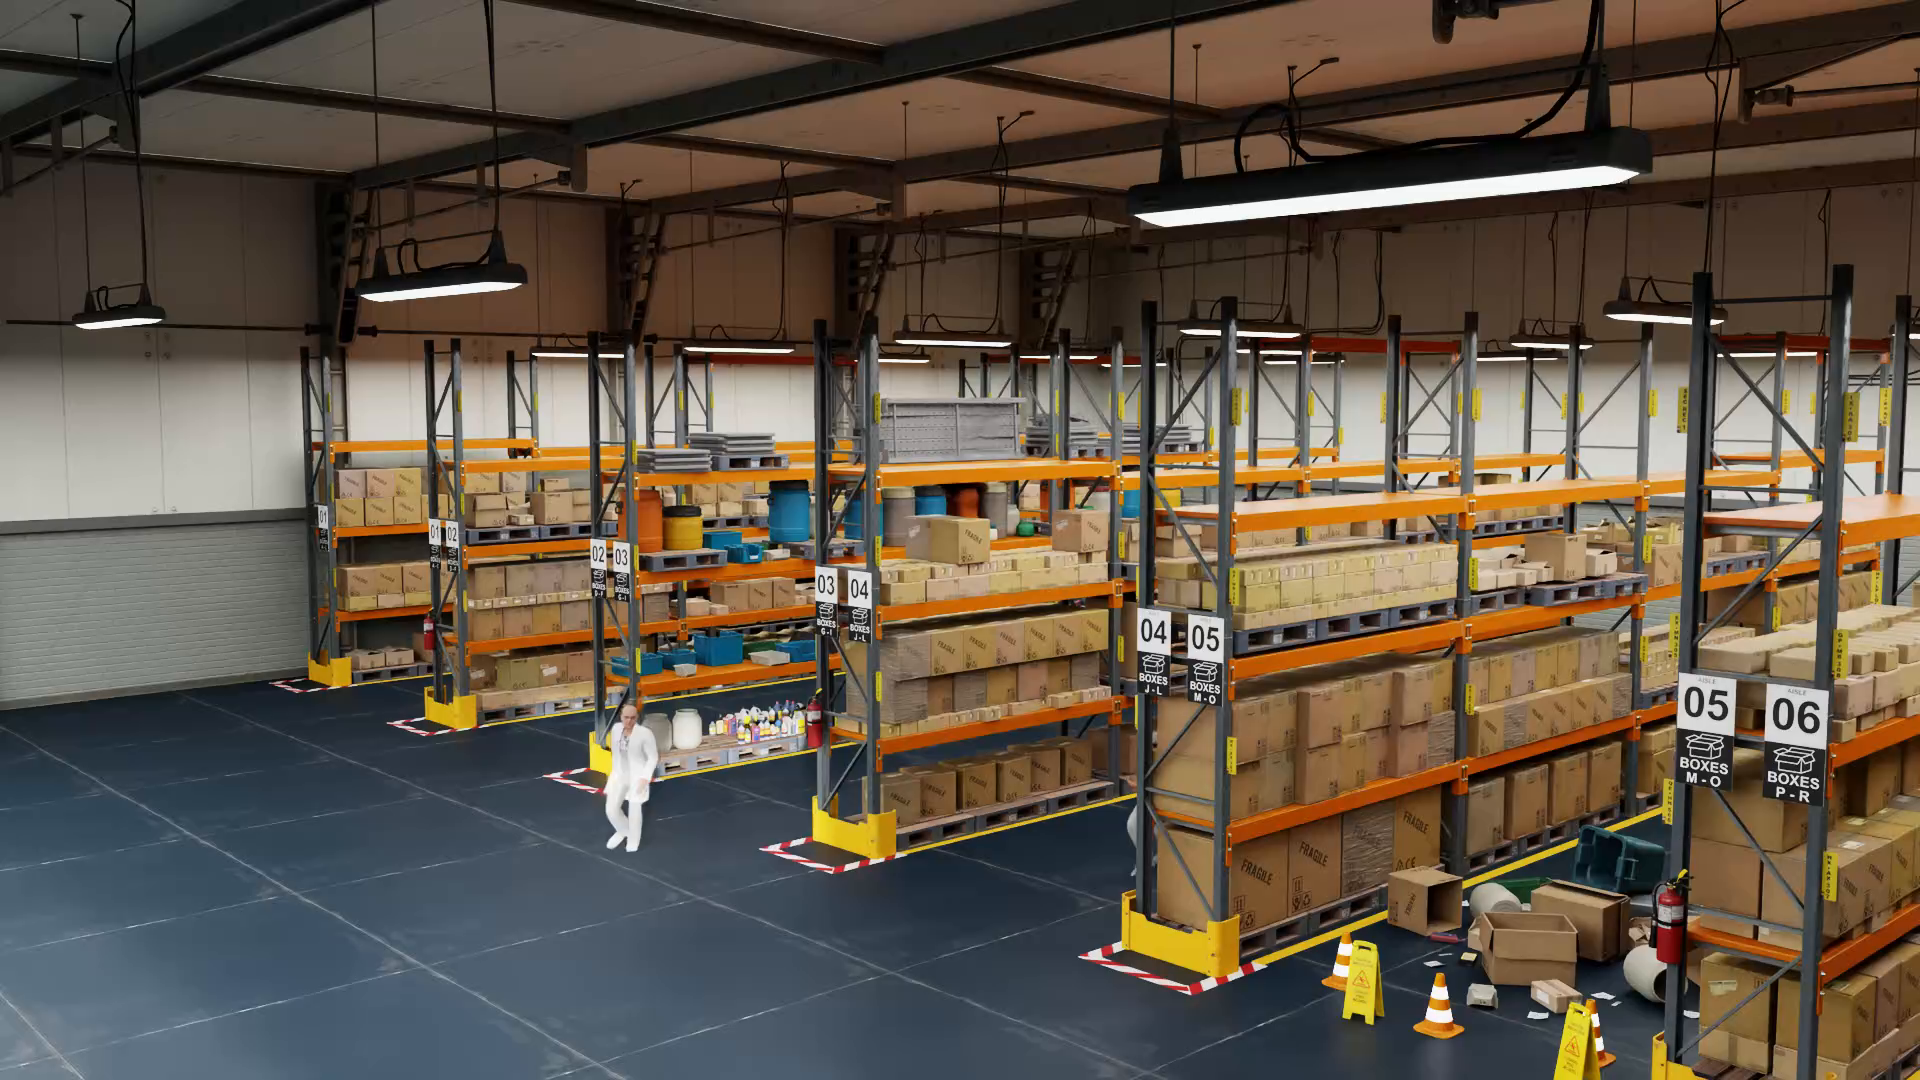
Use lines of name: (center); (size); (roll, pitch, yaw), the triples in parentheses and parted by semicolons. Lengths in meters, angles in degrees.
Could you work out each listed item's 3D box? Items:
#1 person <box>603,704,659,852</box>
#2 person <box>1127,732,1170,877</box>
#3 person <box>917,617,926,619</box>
person: (-3.656, 2.666, 18.578); (0.673, 1.726, 0.760); (1, 5, 9)
person: (2.090, 2.798, 17.789); (0.659, 1.584, 0.730); (-2, 5, -21)
person: (-0.845, 1.788, 29.457); (0.572, 1.563, 0.847); (3, 6, 30)
